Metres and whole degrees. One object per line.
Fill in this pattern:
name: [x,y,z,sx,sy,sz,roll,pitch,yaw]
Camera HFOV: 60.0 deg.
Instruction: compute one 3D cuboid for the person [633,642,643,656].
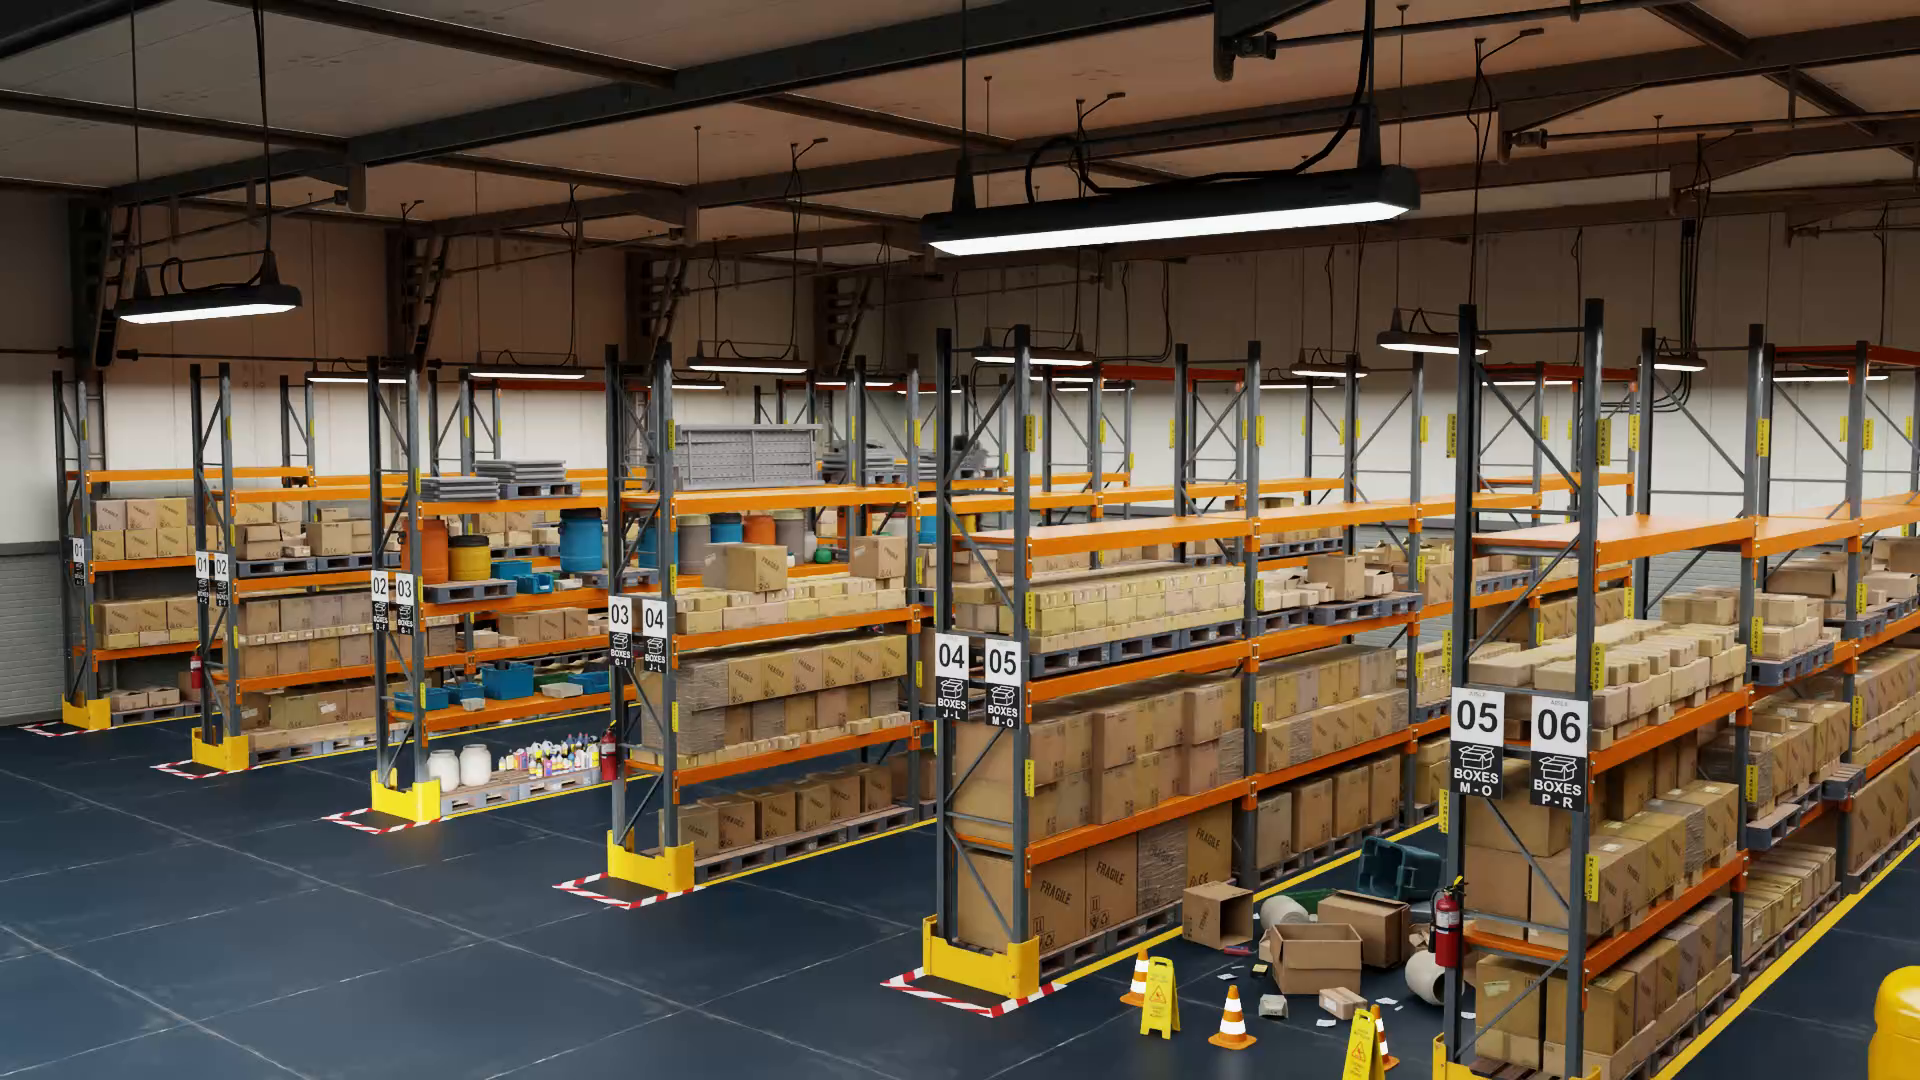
person: [-6.298,1.966,33.329,0.571,1.607,0.869,3,5,34]
